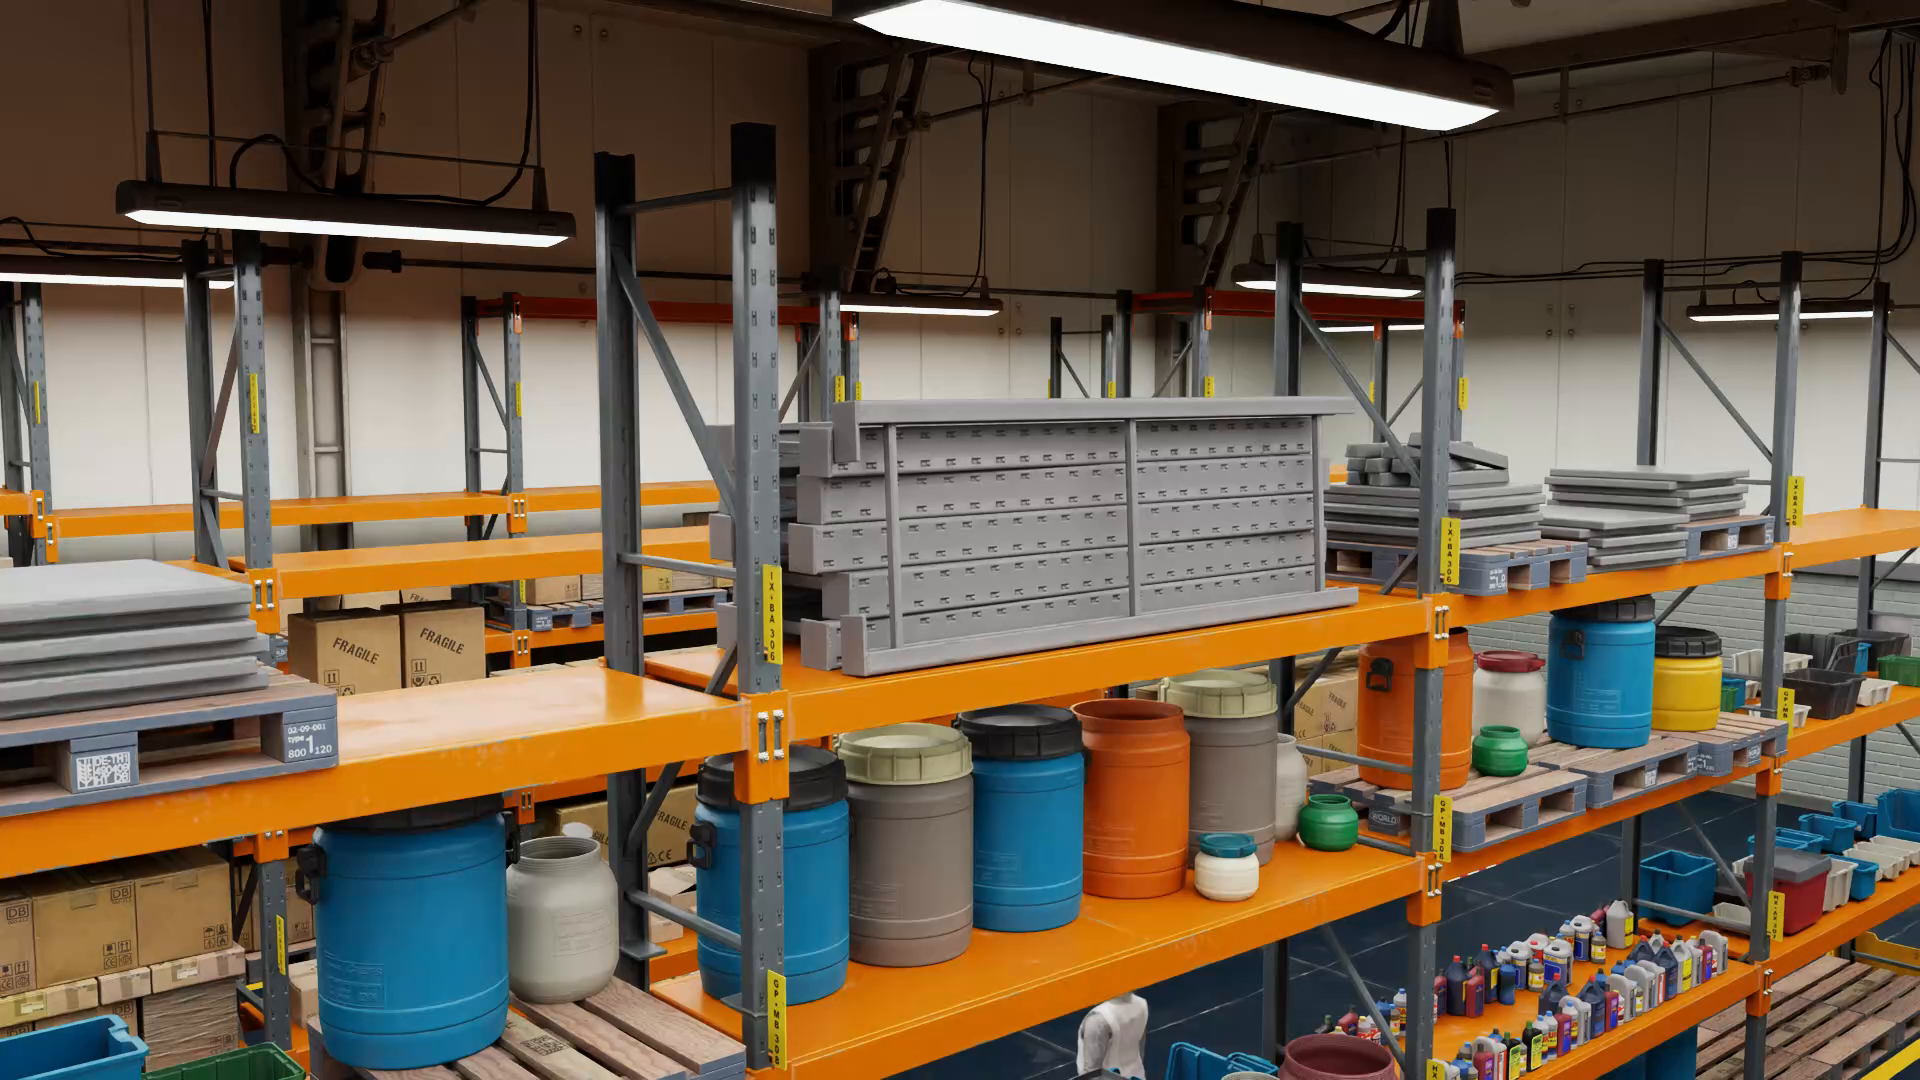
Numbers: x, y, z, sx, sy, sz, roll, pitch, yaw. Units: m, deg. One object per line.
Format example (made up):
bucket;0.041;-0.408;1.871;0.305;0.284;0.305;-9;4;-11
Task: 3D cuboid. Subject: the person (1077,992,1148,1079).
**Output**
person;0.908;3.322;10.037;0.394;1.769;0.572;3;6;32

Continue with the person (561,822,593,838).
person;-3.119;3.099;13.131;0.594;1.715;0.385;-5;7;-41
